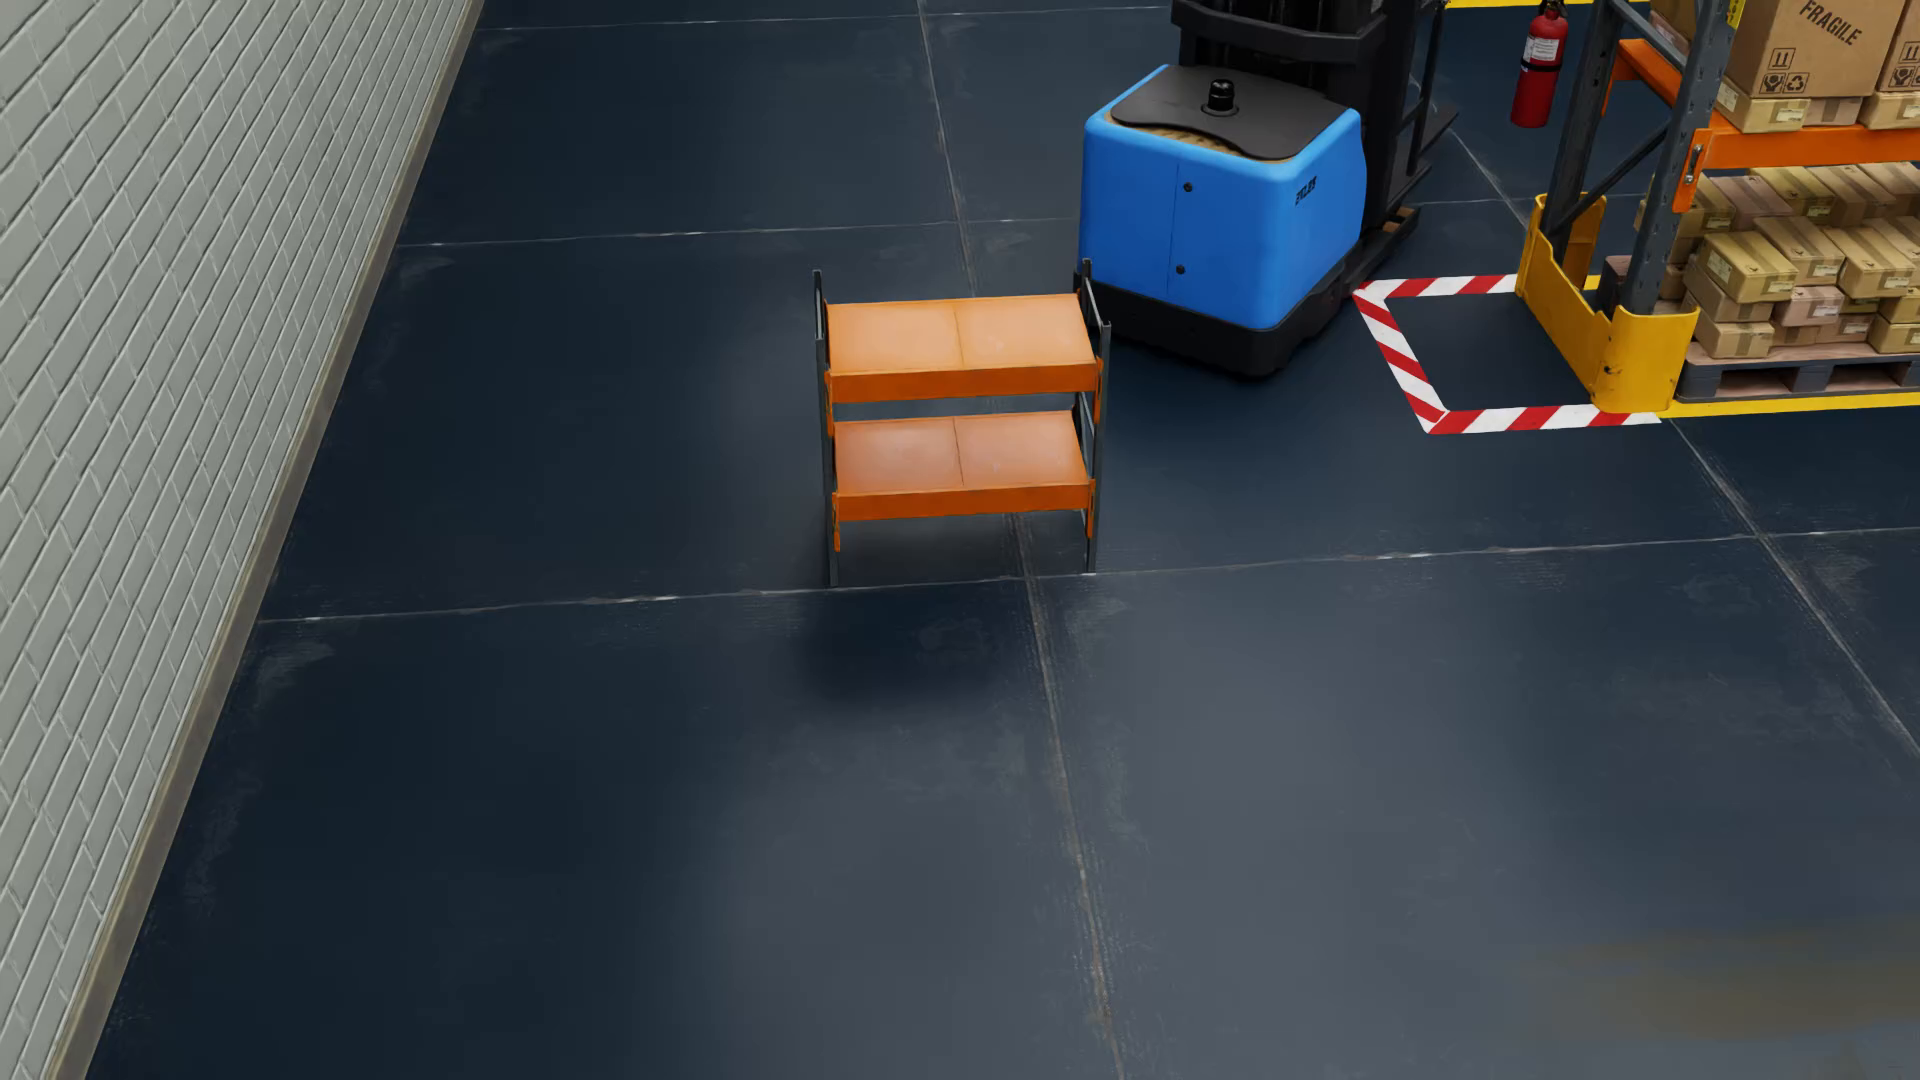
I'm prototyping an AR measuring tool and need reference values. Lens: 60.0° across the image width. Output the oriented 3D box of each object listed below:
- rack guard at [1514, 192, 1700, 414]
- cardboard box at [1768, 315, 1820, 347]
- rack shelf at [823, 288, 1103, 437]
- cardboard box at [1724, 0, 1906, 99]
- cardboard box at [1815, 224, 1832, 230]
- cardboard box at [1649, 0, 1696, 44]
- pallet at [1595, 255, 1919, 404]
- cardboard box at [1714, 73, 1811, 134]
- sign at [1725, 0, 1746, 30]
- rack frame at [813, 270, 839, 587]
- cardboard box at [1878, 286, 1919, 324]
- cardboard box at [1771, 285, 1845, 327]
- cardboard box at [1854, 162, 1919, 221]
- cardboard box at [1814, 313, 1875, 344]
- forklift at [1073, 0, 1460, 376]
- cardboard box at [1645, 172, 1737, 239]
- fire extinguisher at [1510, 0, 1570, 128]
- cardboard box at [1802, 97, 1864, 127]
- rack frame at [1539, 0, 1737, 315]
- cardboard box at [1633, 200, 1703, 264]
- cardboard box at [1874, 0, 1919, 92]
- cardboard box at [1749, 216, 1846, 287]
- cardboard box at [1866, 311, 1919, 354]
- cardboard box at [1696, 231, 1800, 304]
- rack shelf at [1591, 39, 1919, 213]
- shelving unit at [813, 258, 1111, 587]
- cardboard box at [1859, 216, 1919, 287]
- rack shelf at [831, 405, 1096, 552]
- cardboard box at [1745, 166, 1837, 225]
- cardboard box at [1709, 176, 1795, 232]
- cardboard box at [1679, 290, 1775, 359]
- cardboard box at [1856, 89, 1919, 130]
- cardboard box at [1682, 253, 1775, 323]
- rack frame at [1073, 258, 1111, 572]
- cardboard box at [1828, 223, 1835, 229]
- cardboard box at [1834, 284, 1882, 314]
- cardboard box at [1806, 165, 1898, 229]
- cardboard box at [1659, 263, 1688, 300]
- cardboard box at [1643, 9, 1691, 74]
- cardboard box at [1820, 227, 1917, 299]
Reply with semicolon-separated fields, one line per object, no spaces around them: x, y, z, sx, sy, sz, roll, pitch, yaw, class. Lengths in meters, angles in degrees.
2.996;-1.130;7.778;0.348;0.500;1.175;-3;38;-4;rack guard
3.724;-1.048;7.620;0.250;0.149;0.380;-3;38;-4;cardboard box
-0.007;-0.671;6.220;1.000;0.278;0.538;-3;38;-4;rack shelf
3.392;-2.117;6.690;0.500;0.500;0.500;-1;38;-2;cardboard box
3.938;-1.504;7.957;0.250;0.149;0.380;-5;39;-6;cardboard box
3.345;-2.446;7.108;0.500;0.500;0.500;-2;38;-3;cardboard box
3.808;-1.039;7.896;1.213;0.211;1.003;-3;38;-4;pallet
3.272;-1.824;6.842;0.250;0.149;0.380;-3;38;-4;cardboard box
2.969;-2.112;6.306;0.005;0.325;0.100;-3;38;-4;sign
-0.513;-0.413;6.366;0.032;1.125;0.500;-3;38;-4;rack frame
4.244;-1.135;7.489;0.250;0.149;0.380;-2;38;-3;cardboard box
3.743;-1.120;7.470;0.250;0.149;0.380;-3;38;-4;cardboard box
4.453;-1.666;7.923;0.250;0.149;0.380;-2;38;-2;cardboard box
3.971;-1.066;7.642;0.250;0.149;0.380;-3;38;-3;cardboard box
1.761;-2.779;7.905;1.130;2.935;3.031;22;43;25;forklift
3.425;-1.571;7.802;0.250;0.149;0.380;-3;38;-3;cardboard box
2.629;-2.201;7.481;0.183;0.674;0.296;-3;38;-4;fire extinguisher
3.522;-1.863;6.892;0.250;0.149;0.380;-2;38;-2;cardboard box
2.920;-2.107;6.998;0.127;3.000;1.000;-3;38;-4;rack frame
3.421;-1.474;7.919;0.250;0.149;0.380;-4;38;-5;cardboard box
3.923;-2.162;6.748;0.500;0.500;0.500;-3;38;-4;cardboard box
3.736;-1.294;7.451;0.250;0.149;0.380;-2;38;-3;cardboard box
4.235;-1.013;7.574;0.250;0.149;0.380;-3;38;-3;cardboard box
3.472;-1.205;7.338;0.250;0.149;0.380;-5;39;-6;cardboard box
4.912;-1.934;7.360;4.000;0.370;1.077;-3;38;-4;rack shelf
-0.007;-0.441;6.401;1.048;1.125;0.538;-3;38;-4;shelving unit
4.238;-1.294;7.450;0.250;0.149;0.380;-5;39;-6;cardboard box
-0.007;-0.249;6.553;1.000;0.278;0.538;-3;38;-4;rack shelf
3.927;-1.642;7.892;0.250;0.149;0.380;-4;38;-5;cardboard box
3.681;-1.550;7.775;0.250;0.149;0.380;-2;38;-3;cardboard box
3.471;-0.984;7.537;0.250;0.149;0.380;-2;38;-3;cardboard box
3.795;-1.845;6.869;0.250;0.149;0.380;-4;38;-5;cardboard box
3.465;-1.139;7.495;0.250;0.149;0.380;-2;38;-2;cardboard box
0.500;-0.469;6.436;0.032;1.125;0.500;-3;38;-4;rack frame
4.215;-1.455;7.895;0.250;0.149;0.380;-4;38;-5;cardboard box
3.979;-1.188;7.556;0.250;0.149;0.380;-3;38;-3;cardboard box
4.191;-1.617;7.860;0.250;0.149;0.380;-5;39;-6;cardboard box
3.426;-1.310;7.951;0.250;0.149;0.380;-3;38;-3;cardboard box
3.220;-2.200;7.320;0.250;0.149;0.380;-3;38;-4;cardboard box
3.999;-1.229;7.368;0.250;0.149;0.380;-3;38;-4;cardboard box
